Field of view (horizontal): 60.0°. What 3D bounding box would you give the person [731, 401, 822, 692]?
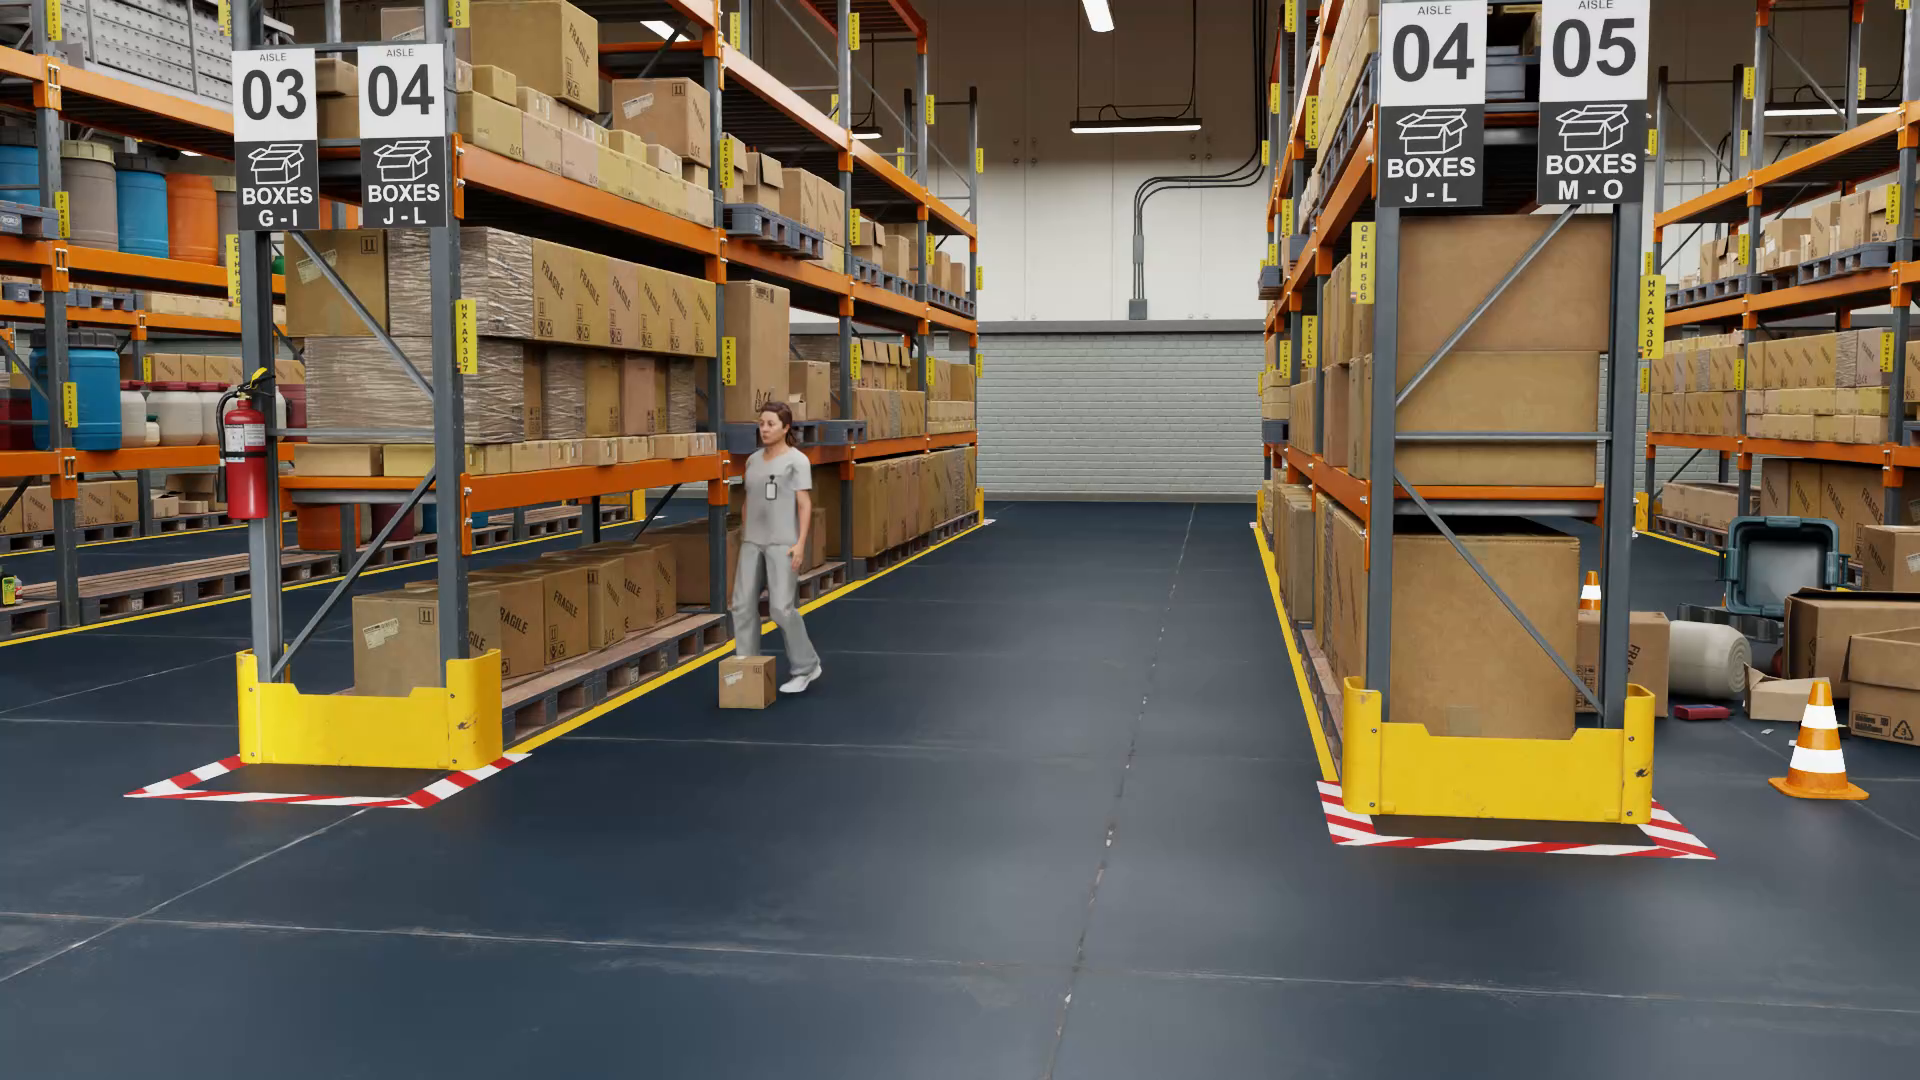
[{"bbox_3d":[-1.093,0.046,9.472,0.469,1.668,0.540,2,5,27],"label":"person"}]
